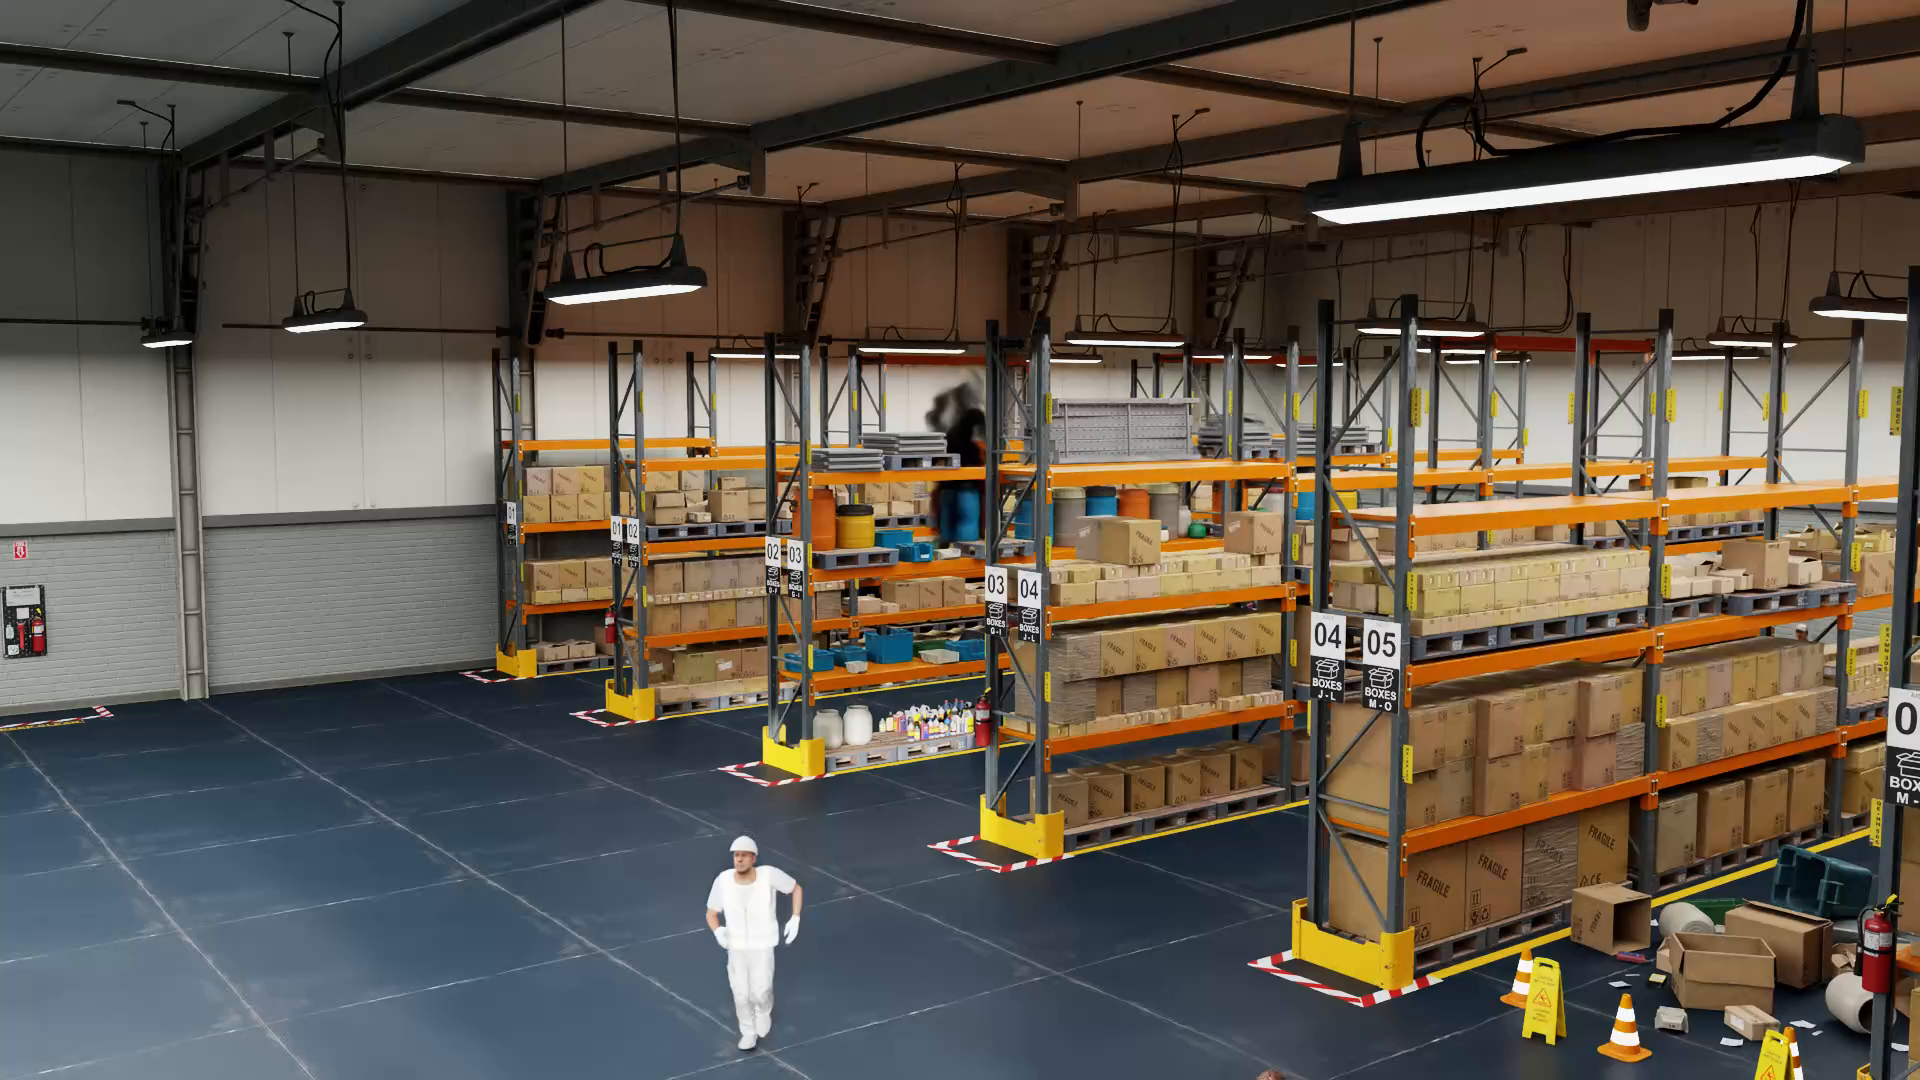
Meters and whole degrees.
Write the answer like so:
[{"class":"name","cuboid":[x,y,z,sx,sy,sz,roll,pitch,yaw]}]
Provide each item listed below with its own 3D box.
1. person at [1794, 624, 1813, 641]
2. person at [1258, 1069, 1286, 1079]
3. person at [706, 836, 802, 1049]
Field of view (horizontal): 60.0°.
[{"class":"person","cuboid":[12.776,2.128,25.300,0.673,1.710,0.582,-4,7,-41]},{"class":"person","cuboid":[1.660,3.602,8.775,0.520,1.643,0.699,1,5,11]},{"class":"person","cuboid":[-1.620,3.161,12.930,0.716,1.733,0.714,0,5,6]}]
